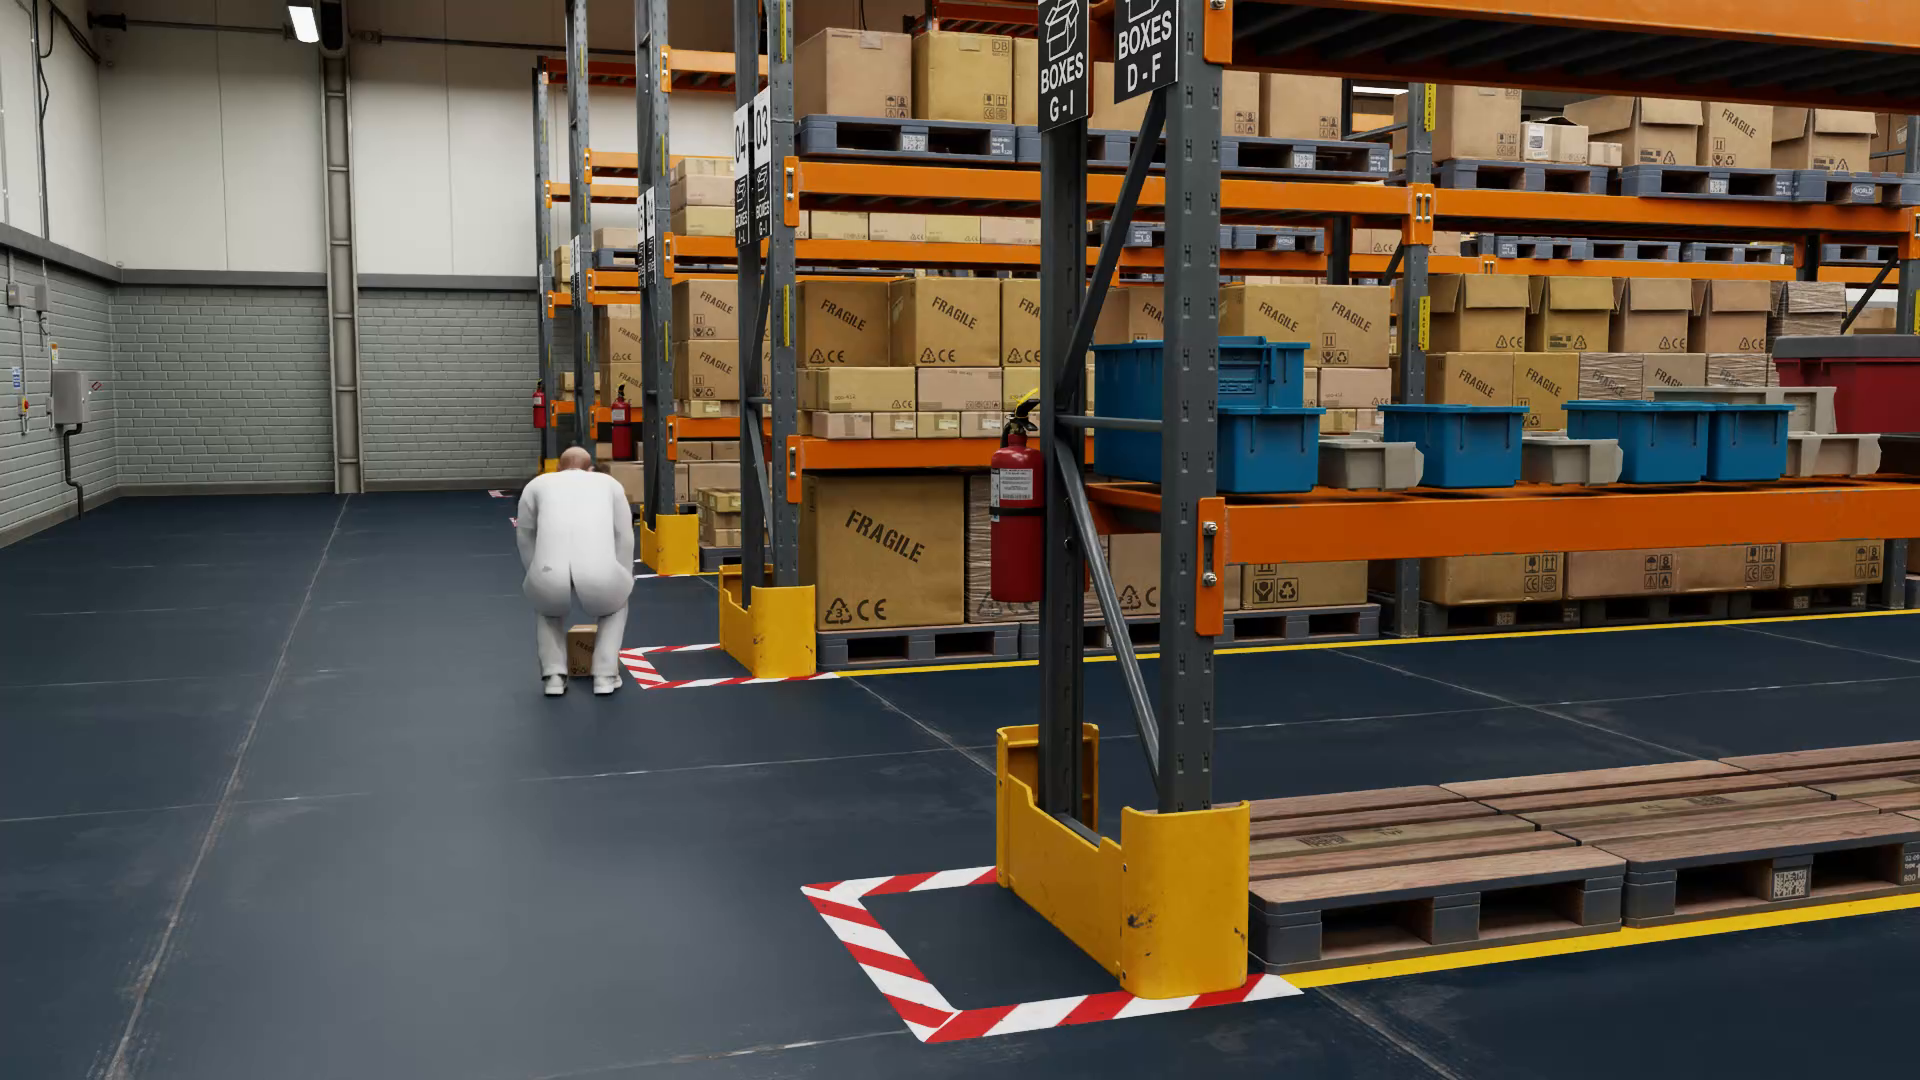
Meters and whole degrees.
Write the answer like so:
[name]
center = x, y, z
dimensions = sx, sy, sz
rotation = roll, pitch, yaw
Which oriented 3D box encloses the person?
[person]
center = -2.038, 0.156, 8.780
dimensions = 0.632, 1.271, 0.793
rotation = 0, 6, -5
